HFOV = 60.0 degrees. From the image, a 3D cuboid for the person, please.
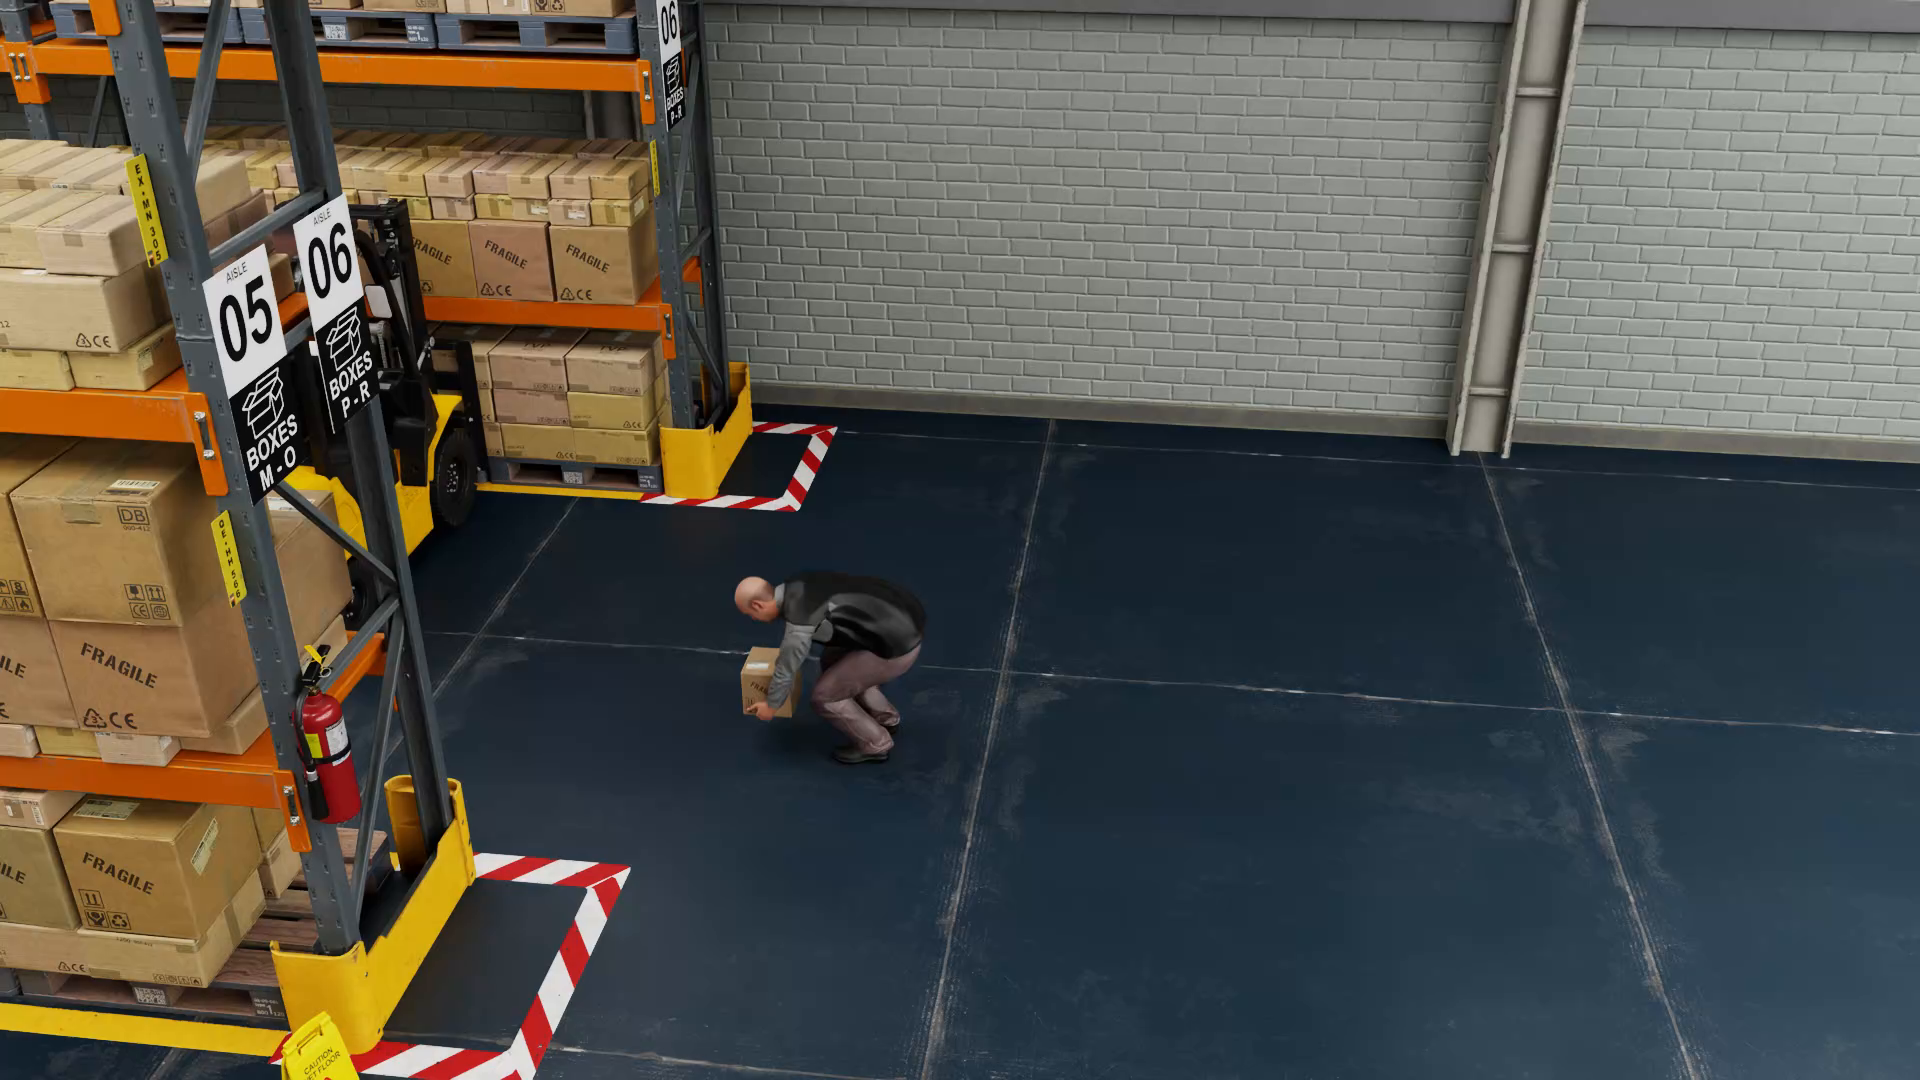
[{"bbox_3d":[-0.636,0.611,8.310,0.939,0.968,0.520,2,28,4],"label":"person"}]
